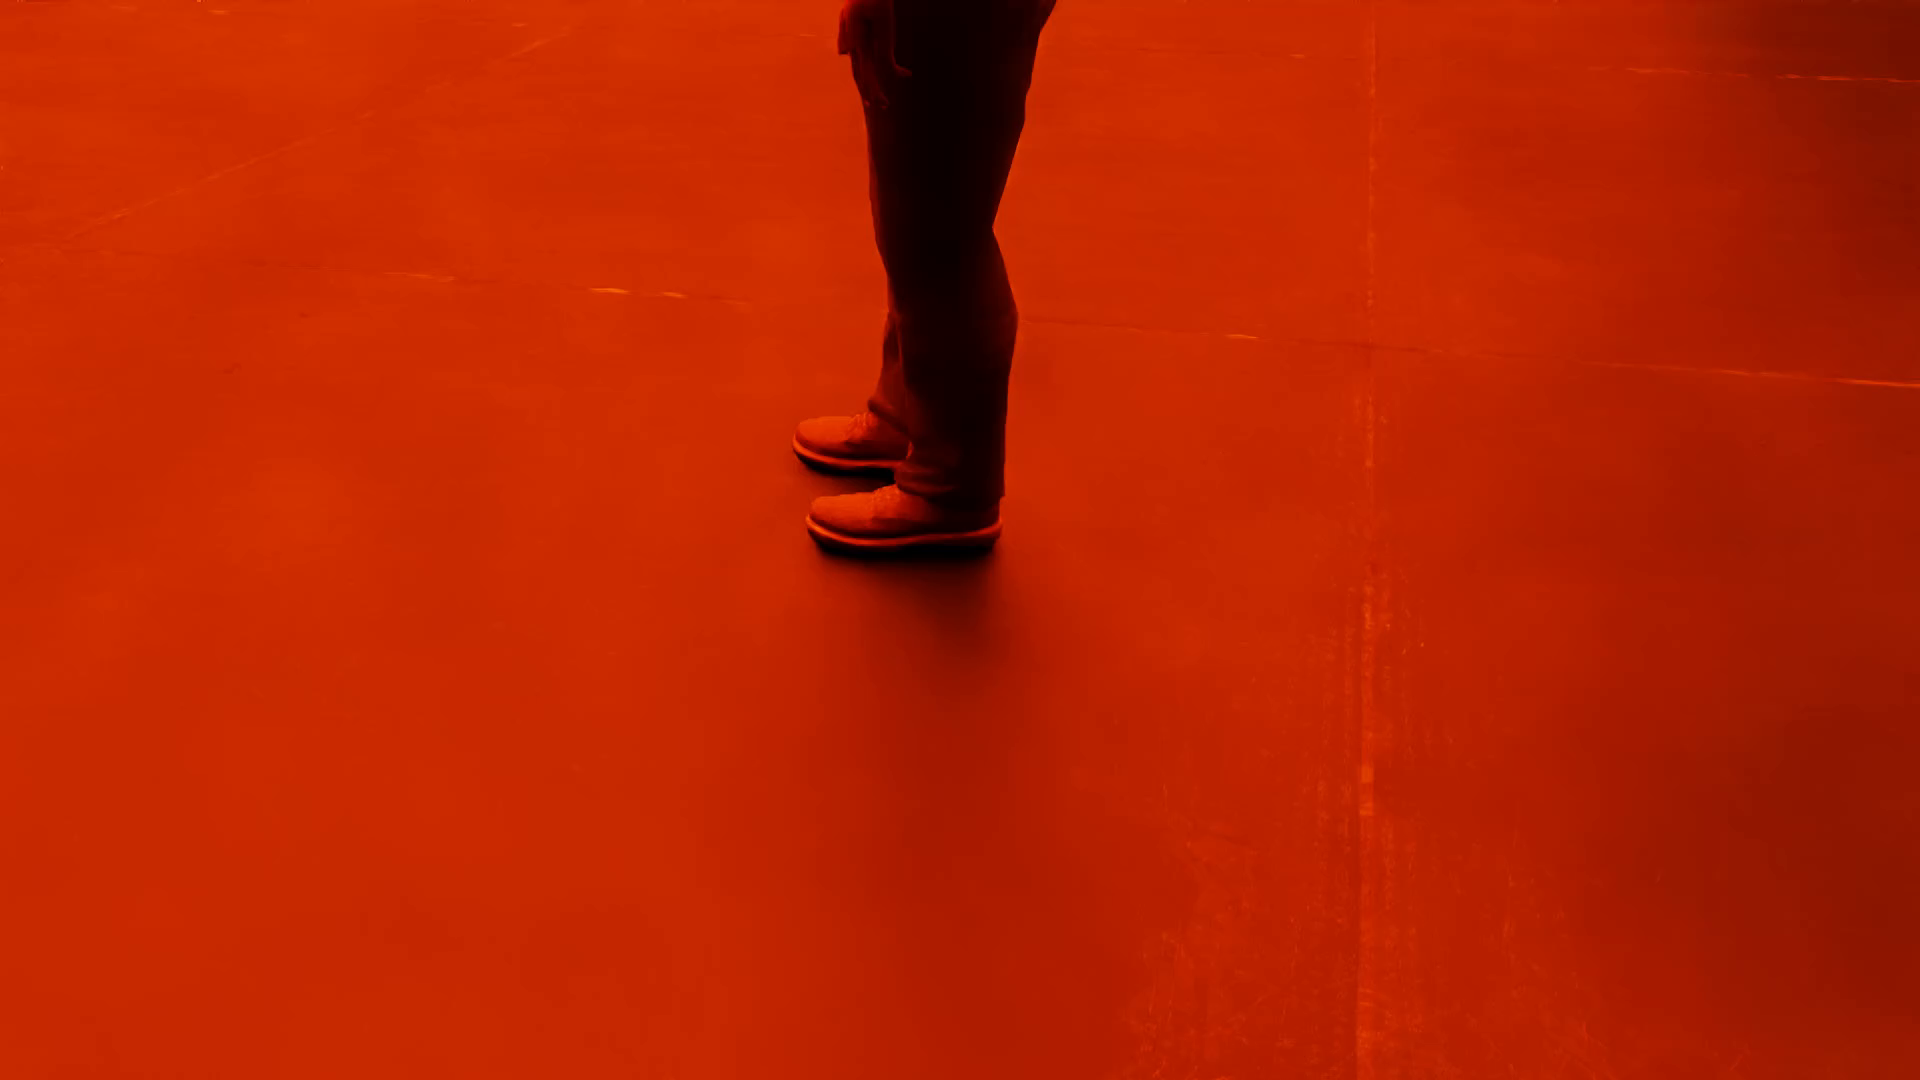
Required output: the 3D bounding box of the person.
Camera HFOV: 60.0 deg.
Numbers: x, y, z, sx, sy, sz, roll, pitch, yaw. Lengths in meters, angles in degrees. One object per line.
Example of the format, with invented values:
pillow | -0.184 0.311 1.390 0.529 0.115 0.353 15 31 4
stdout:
person | -0.081 -0.762 2.158 0.503 1.654 0.570 6 27 11
